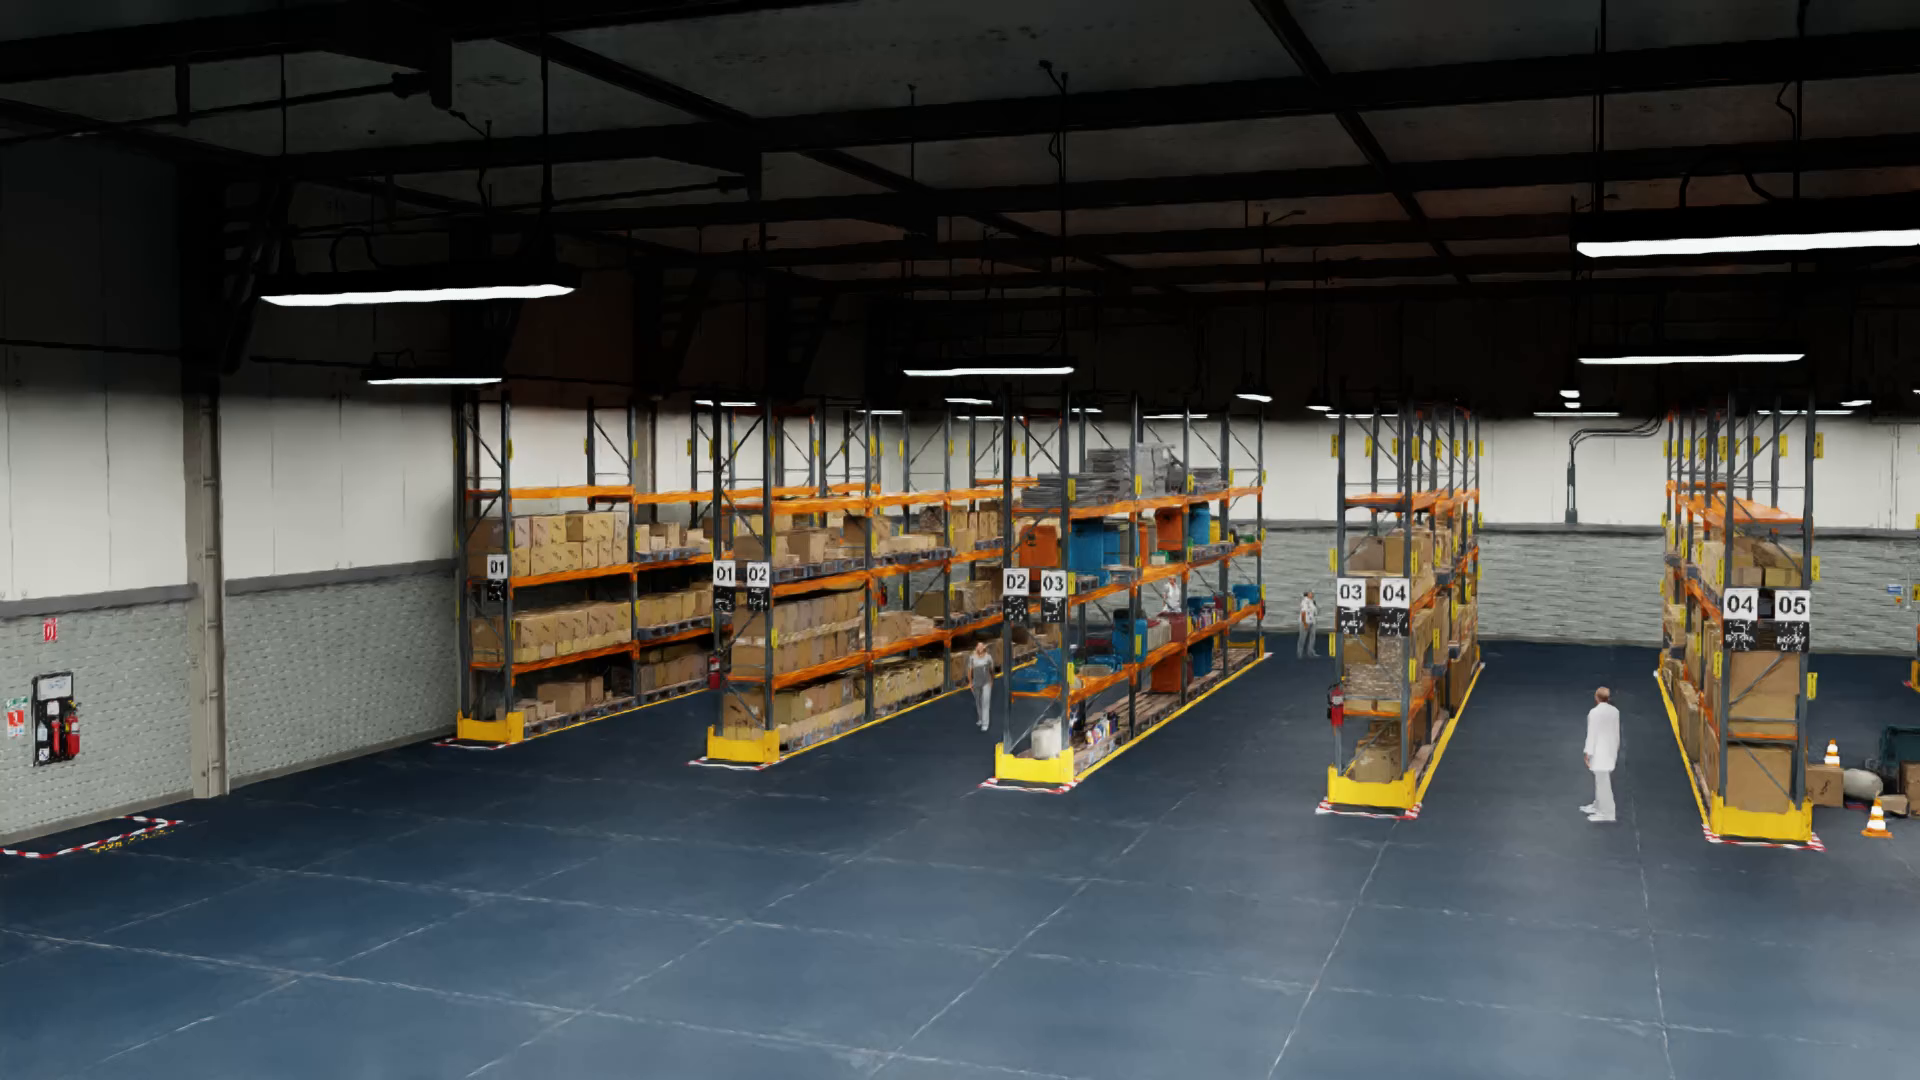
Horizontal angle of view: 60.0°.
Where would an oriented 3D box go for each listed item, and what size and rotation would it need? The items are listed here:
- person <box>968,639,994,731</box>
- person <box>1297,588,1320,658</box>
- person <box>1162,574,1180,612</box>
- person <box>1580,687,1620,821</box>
[{"bbox_3d":[0.365,2.554,29.602,0.444,1.604,1.016,1,3,13],"label":"person"},{"bbox_3d":[8.306,1.978,39.757,0.424,1.664,0.601,3,4,42],"label":"person"},{"bbox_3d":[5.532,1.726,43.075,0.718,1.781,0.567,-2,4,-31],"label":"person"},{"bbox_3d":[8.630,2.910,22.455,0.678,1.669,0.629,-3,4,-41],"label":"person"}]
